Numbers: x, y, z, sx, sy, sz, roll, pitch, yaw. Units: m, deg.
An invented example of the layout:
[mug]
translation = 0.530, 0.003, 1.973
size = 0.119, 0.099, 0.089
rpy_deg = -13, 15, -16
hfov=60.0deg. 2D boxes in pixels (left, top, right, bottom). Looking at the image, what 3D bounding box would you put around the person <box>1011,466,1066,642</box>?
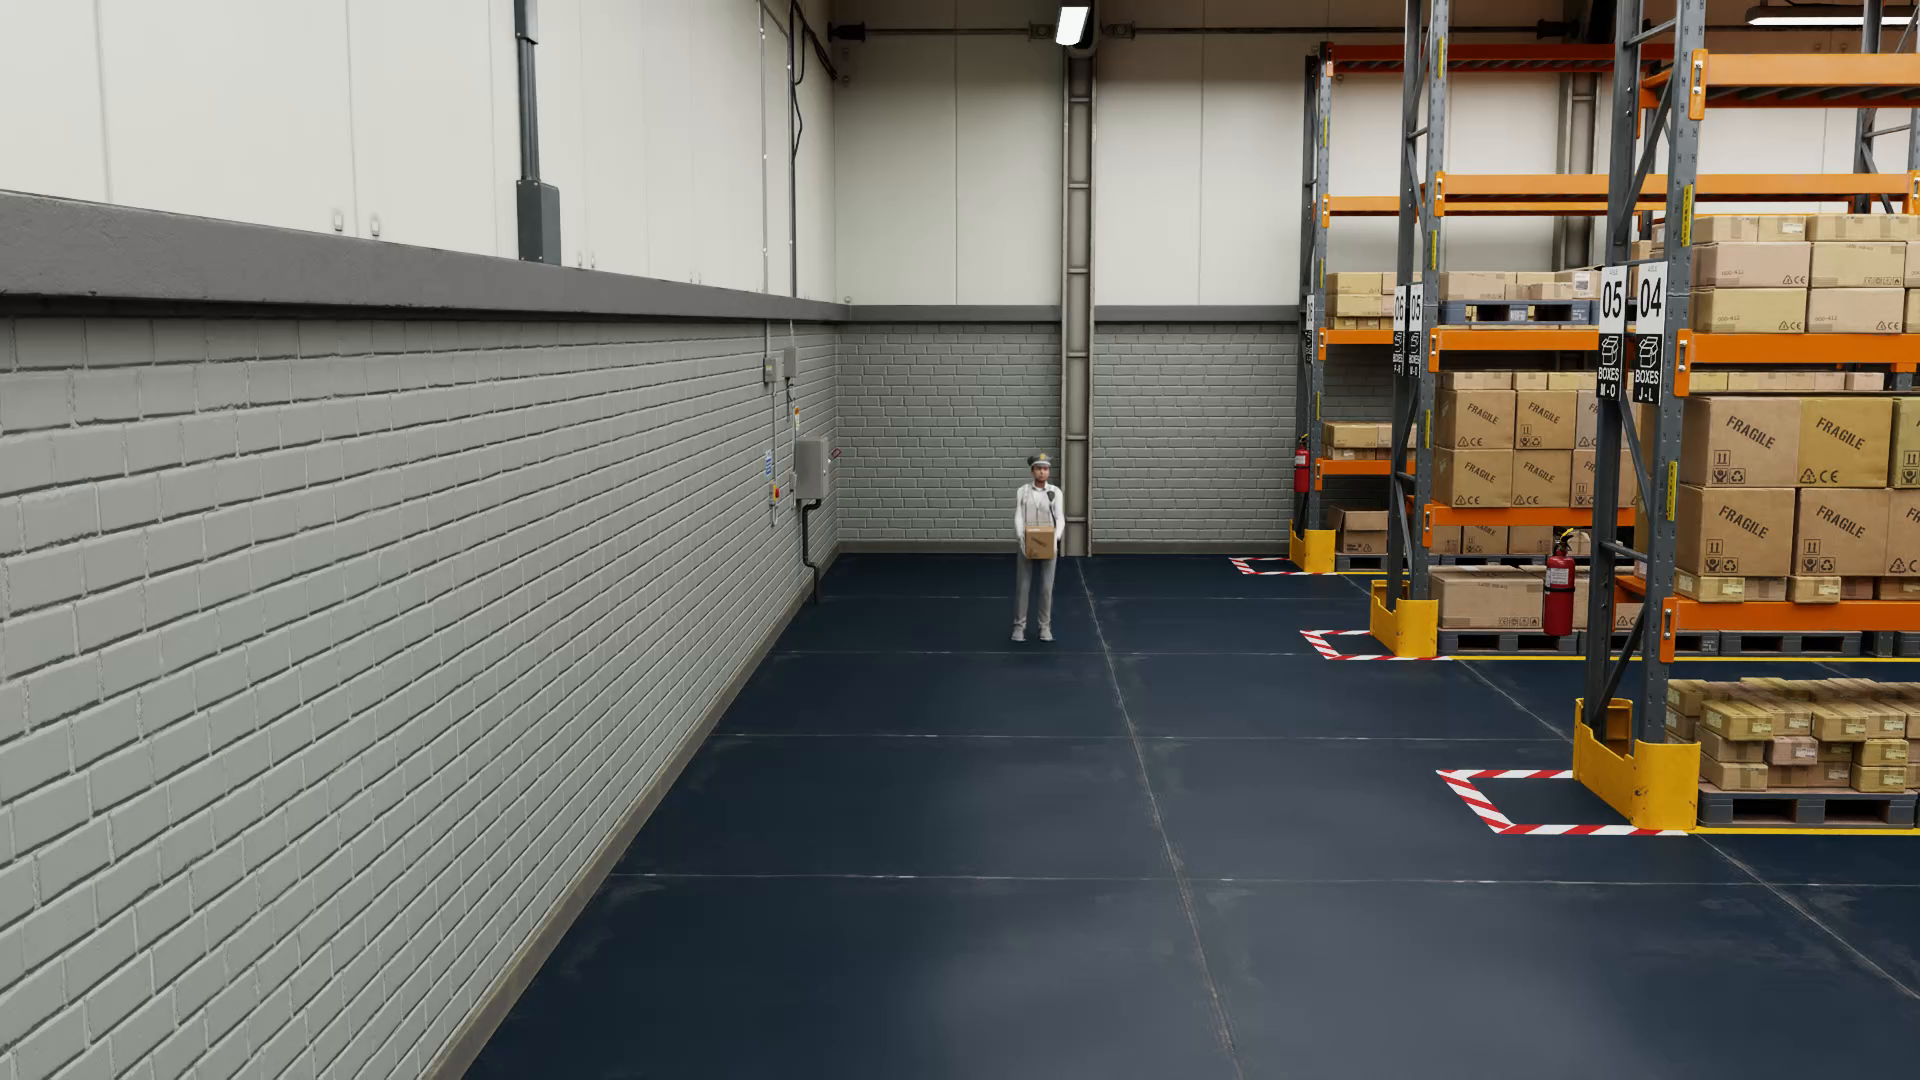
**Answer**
[person]
translation = 0.713, 0.087, 15.136
size = 0.492, 1.653, 0.502
rpy_deg = 0, 7, 1
